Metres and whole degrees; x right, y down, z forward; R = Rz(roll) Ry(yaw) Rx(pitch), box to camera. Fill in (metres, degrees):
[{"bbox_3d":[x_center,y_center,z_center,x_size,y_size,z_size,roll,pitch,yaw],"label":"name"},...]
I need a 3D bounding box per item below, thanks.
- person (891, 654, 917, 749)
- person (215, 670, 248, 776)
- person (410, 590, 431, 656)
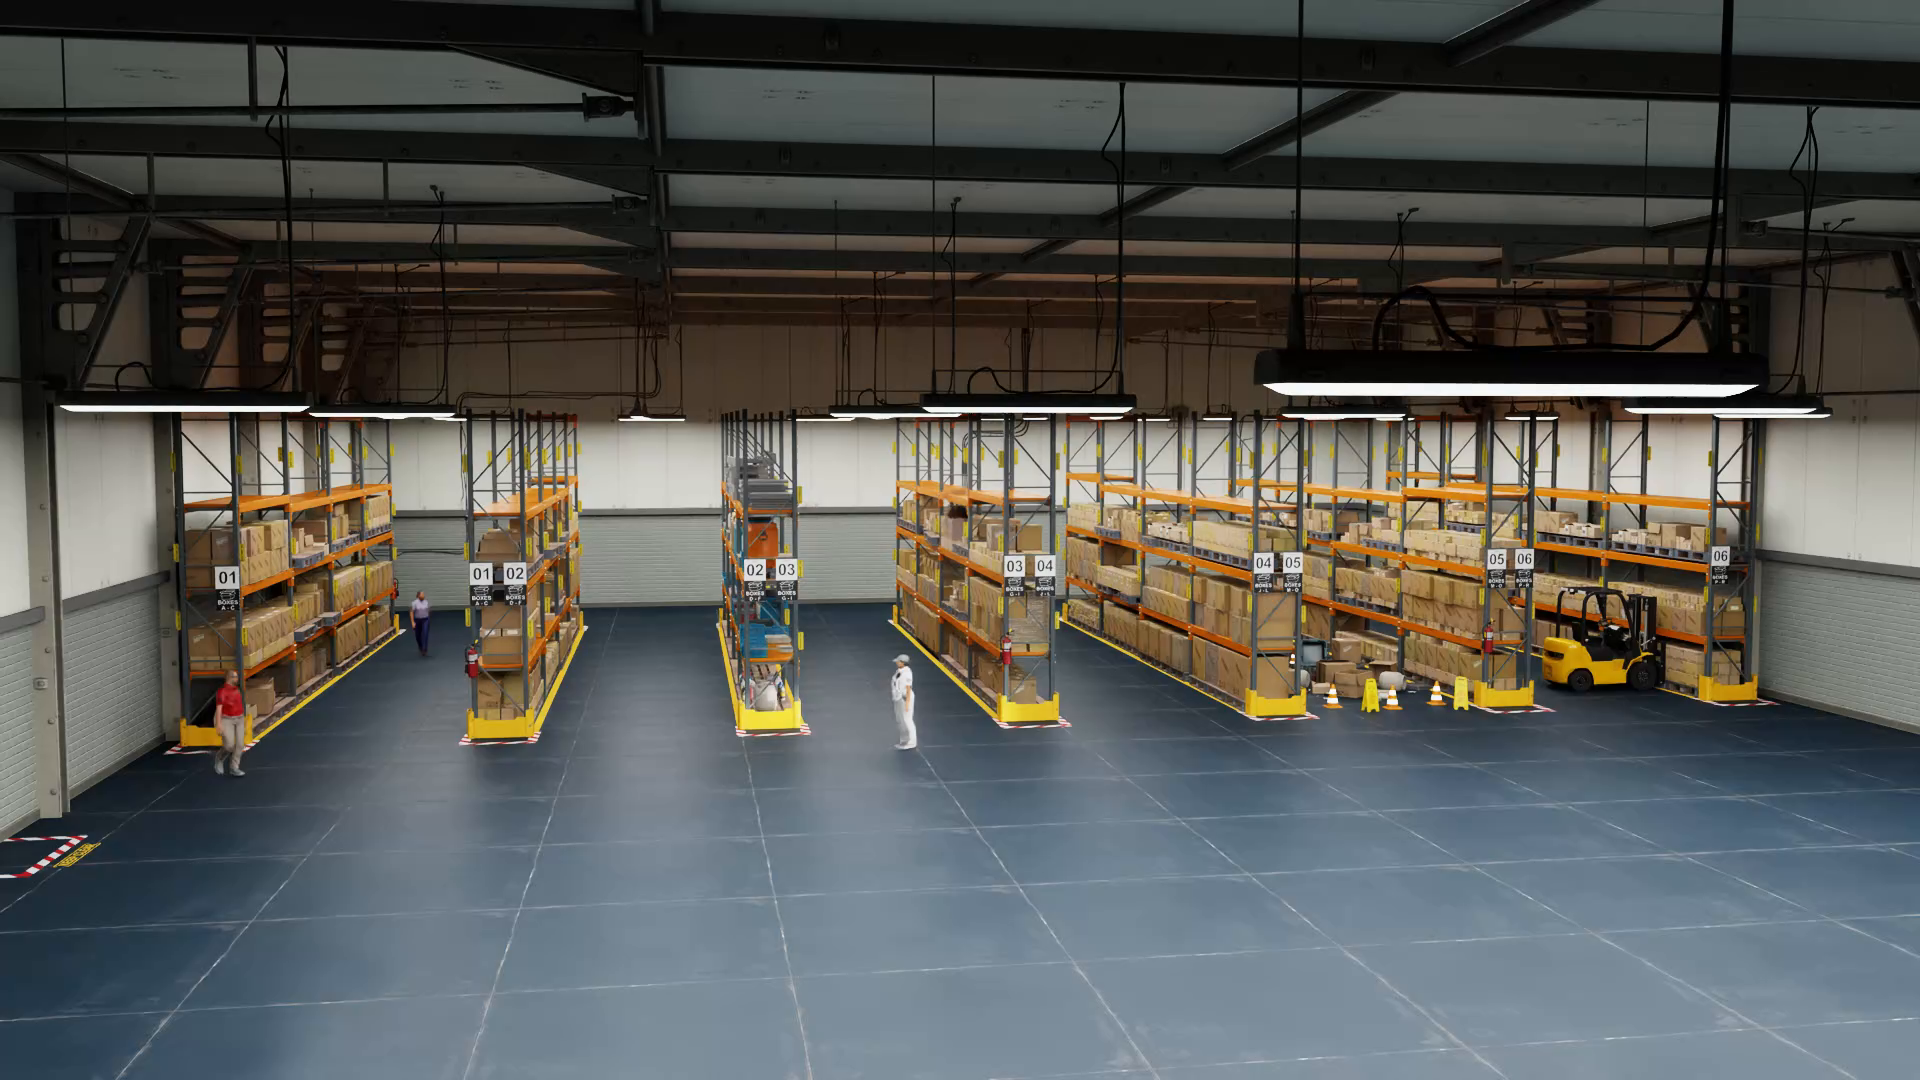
[{"bbox_3d":[-0.999,2.863,29.339,0.433,1.696,0.596,-2,4,-23],"label":"person"},{"bbox_3d":[-11.856,2.969,26.999,0.516,1.714,0.587,3,5,34],"label":"person"},{"bbox_3d":[-13.380,2.046,41.256,0.452,1.587,0.896,0,4,-7],"label":"person"}]
